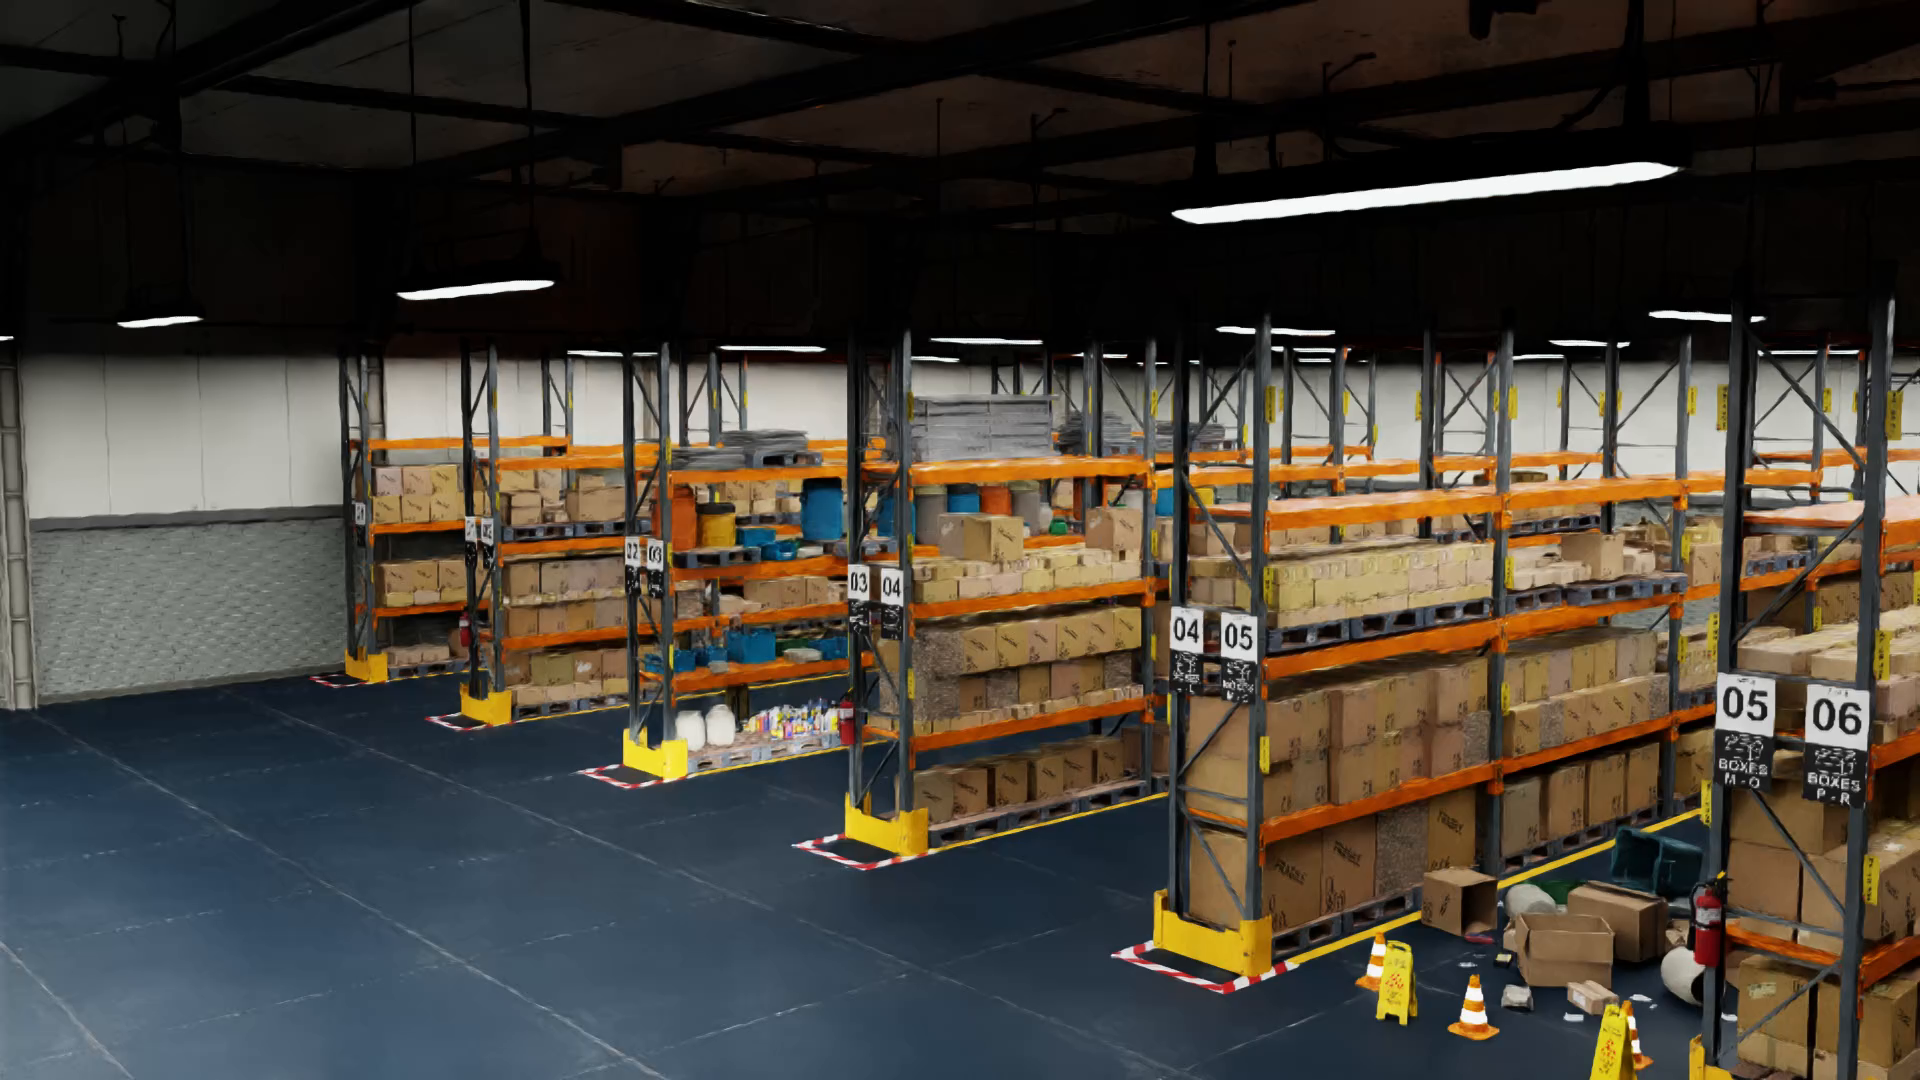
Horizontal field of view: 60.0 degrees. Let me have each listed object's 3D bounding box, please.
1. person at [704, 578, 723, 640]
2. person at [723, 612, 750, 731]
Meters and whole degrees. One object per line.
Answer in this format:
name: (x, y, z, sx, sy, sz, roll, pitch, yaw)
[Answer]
person: (-4.709, 1.449, 31.996, 0.454, 1.679, 0.539, 2, 5, 20)
person: (-3.369, 1.989, 25.361, 0.505, 1.783, 0.632, 2, 5, 17)
